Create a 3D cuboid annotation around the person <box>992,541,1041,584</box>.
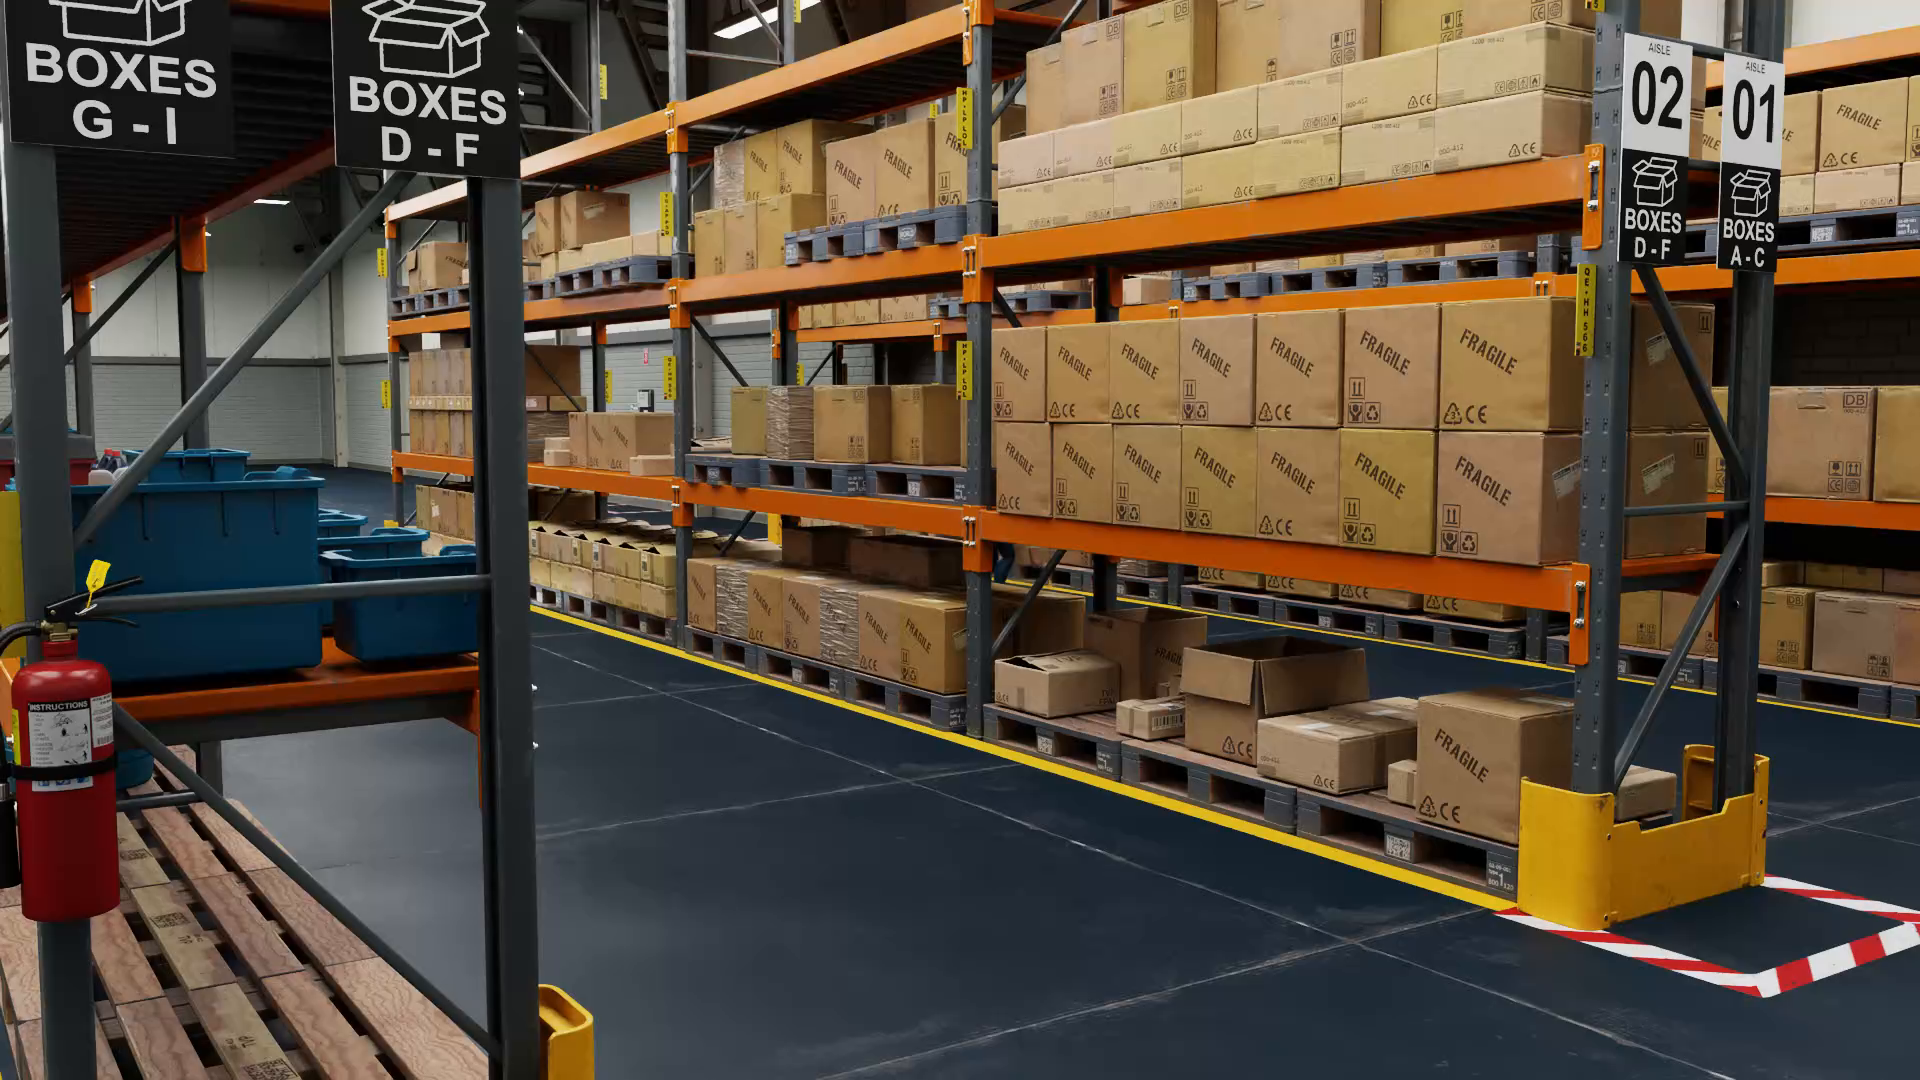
[{"bbox_3d":[0.490,0.059,15.591,0.858,1.093,0.376,-3,6,-35],"label":"person"}]
